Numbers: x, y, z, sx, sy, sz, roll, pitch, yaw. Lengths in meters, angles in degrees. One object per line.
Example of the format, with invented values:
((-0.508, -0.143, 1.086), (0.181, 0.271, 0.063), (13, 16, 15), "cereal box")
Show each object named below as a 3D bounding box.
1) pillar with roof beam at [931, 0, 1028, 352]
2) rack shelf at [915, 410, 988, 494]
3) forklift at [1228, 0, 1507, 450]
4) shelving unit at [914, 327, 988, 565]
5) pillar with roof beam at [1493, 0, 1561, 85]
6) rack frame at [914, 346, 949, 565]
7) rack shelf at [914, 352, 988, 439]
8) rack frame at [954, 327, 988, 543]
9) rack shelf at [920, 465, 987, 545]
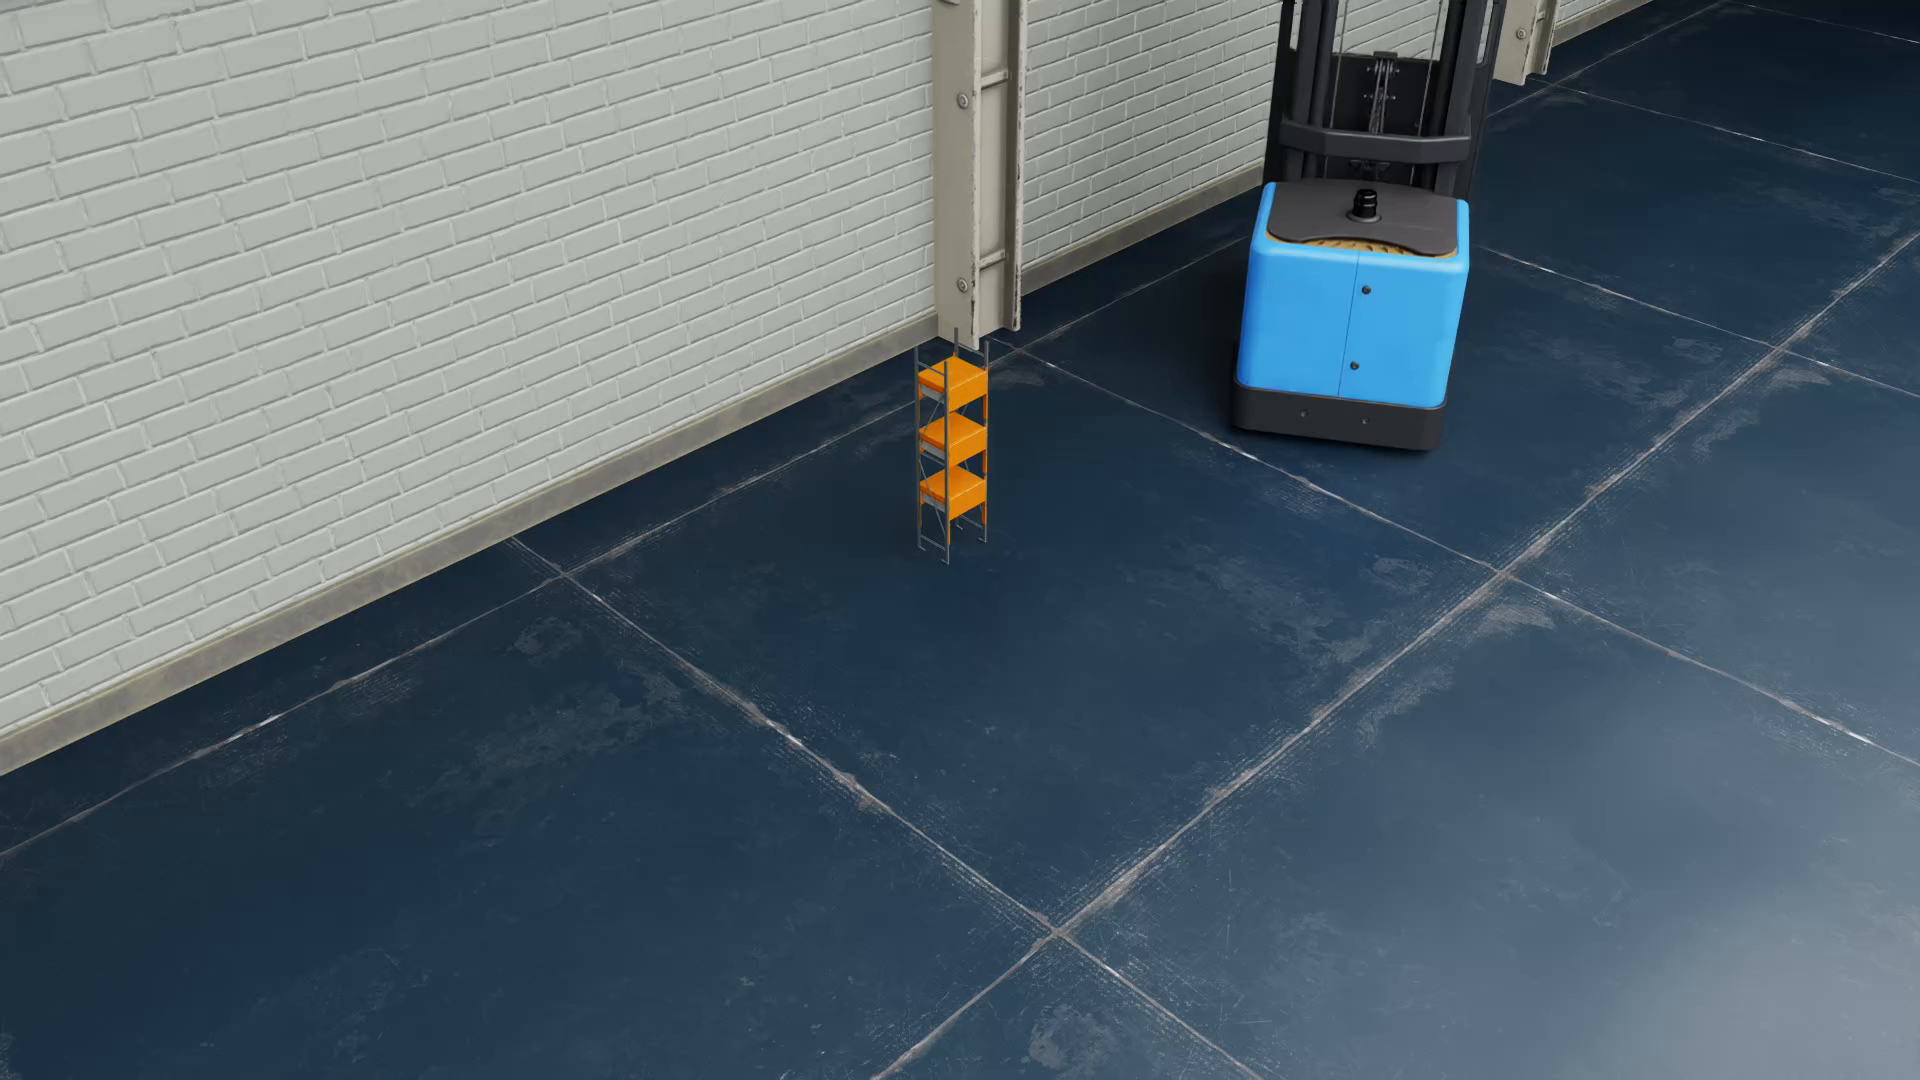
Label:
((3.155, -3.144, 4.392), (9.100, 9.000, 0.400), (30, 45, 35), "pillar with roof beam")
((-0.038, -0.400, 7.425), (0.215, 0.259, 0.240), (30, 45, 35), "rack shelf")
((2.223, -2.487, 8.754), (1.130, 2.935, 3.031), (8, 36, 11), "forklift")
((-0.038, -0.409, 7.419), (0.215, 1.050, 0.252), (30, 45, 35), "shelving unit")
((7.383, -5.580, 7.885), (9.100, 9.000, 0.400), (30, 45, 35), "pillar with roof beam")
((-0.124, -0.359, 7.347), (0.200, 1.050, 0.008), (30, 45, 35), "rack frame")
((-0.038, -0.633, 7.262), (0.215, 0.259, 0.240), (30, 45, 35), "rack shelf")
((0.048, -0.458, 7.490), (0.200, 1.050, 0.008), (30, 45, 35), "rack frame")
((-0.038, -0.172, 7.584), (0.215, 0.259, 0.240), (30, 45, 35), "rack shelf")
